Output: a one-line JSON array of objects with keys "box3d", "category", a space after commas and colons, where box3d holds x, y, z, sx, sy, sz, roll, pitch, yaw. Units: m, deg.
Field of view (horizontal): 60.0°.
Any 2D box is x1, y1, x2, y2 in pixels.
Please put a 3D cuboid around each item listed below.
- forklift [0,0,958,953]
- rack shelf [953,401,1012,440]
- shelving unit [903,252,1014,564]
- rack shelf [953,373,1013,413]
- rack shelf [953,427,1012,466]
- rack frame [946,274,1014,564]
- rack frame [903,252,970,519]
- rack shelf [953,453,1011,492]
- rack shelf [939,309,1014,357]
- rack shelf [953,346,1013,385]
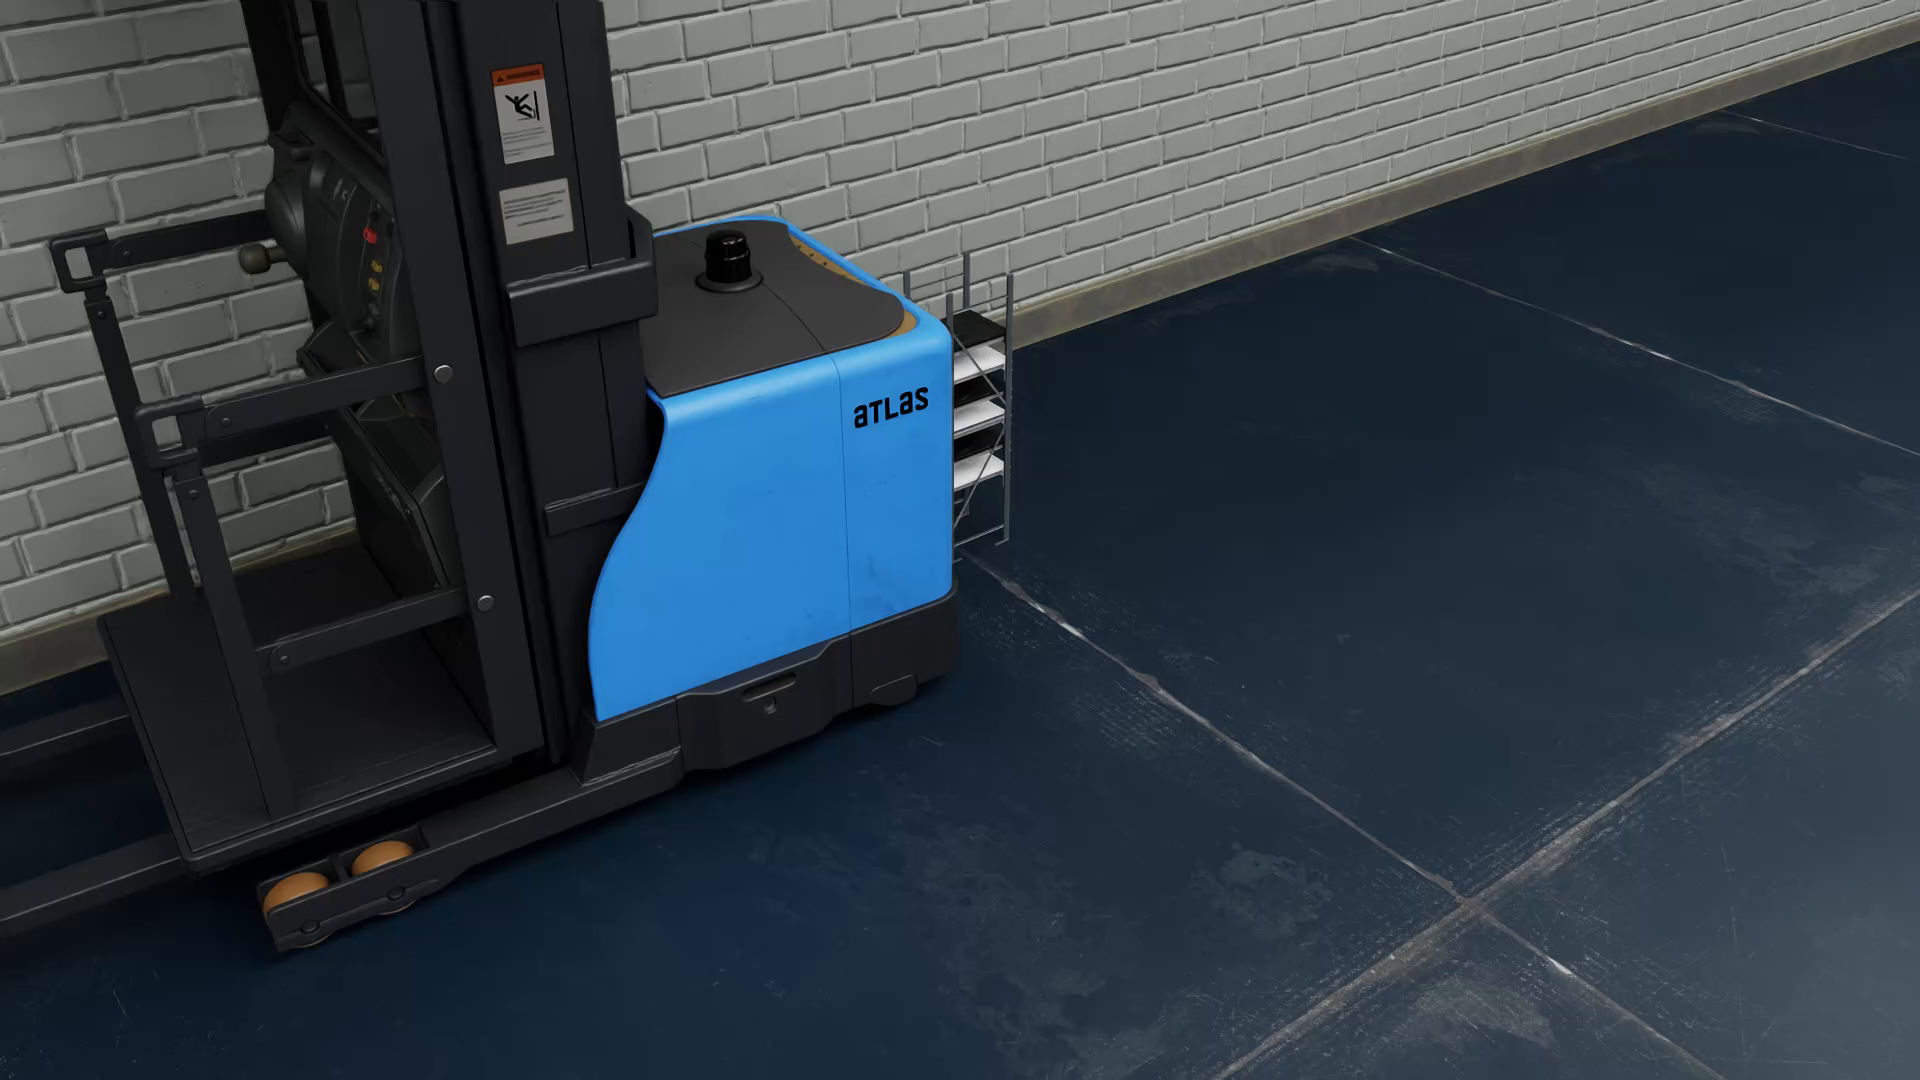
[{"box3d": [-1.520, -0.642, 3.506, 3.031, 2.935, 1.130, -19, 37, -28], "category": "forklift"}, {"box3d": [-0.005, -0.357, 5.036, 0.258, 0.077, 0.200, -22, 38, -31], "category": "rack shelf"}, {"box3d": [-0.005, -0.386, 5.018, 0.258, 0.900, 0.210, -22, 38, -31], "category": "shelving unit"}, {"box3d": [-0.005, -0.434, 4.988, 0.258, 0.077, 0.200, -22, 38, -31], "category": "rack shelf"}, {"box3d": [-0.005, -0.281, 5.083, 0.258, 0.077, 0.200, -22, 38, -31], "category": "rack shelf"}, {"box3d": [0.057, -0.343, 4.950, 0.240, 0.900, 0.006, -22, 38, -31], "category": "rack frame"}, {"box3d": [-0.067, -0.428, 5.086, 0.240, 0.900, 0.006, -22, 38, -31], "category": "rack frame"}, {"box3d": [-0.005, -0.204, 5.131, 0.258, 0.077, 0.200, -22, 38, -31], "category": "rack shelf"}, {"box3d": [-0.005, -0.587, 4.893, 0.258, 0.077, 0.200, -22, 38, -31], "category": "rack shelf"}, {"box3d": [-0.005, -0.510, 4.941, 0.258, 0.077, 0.200, -22, 38, -31], "category": "rack shelf"}]
